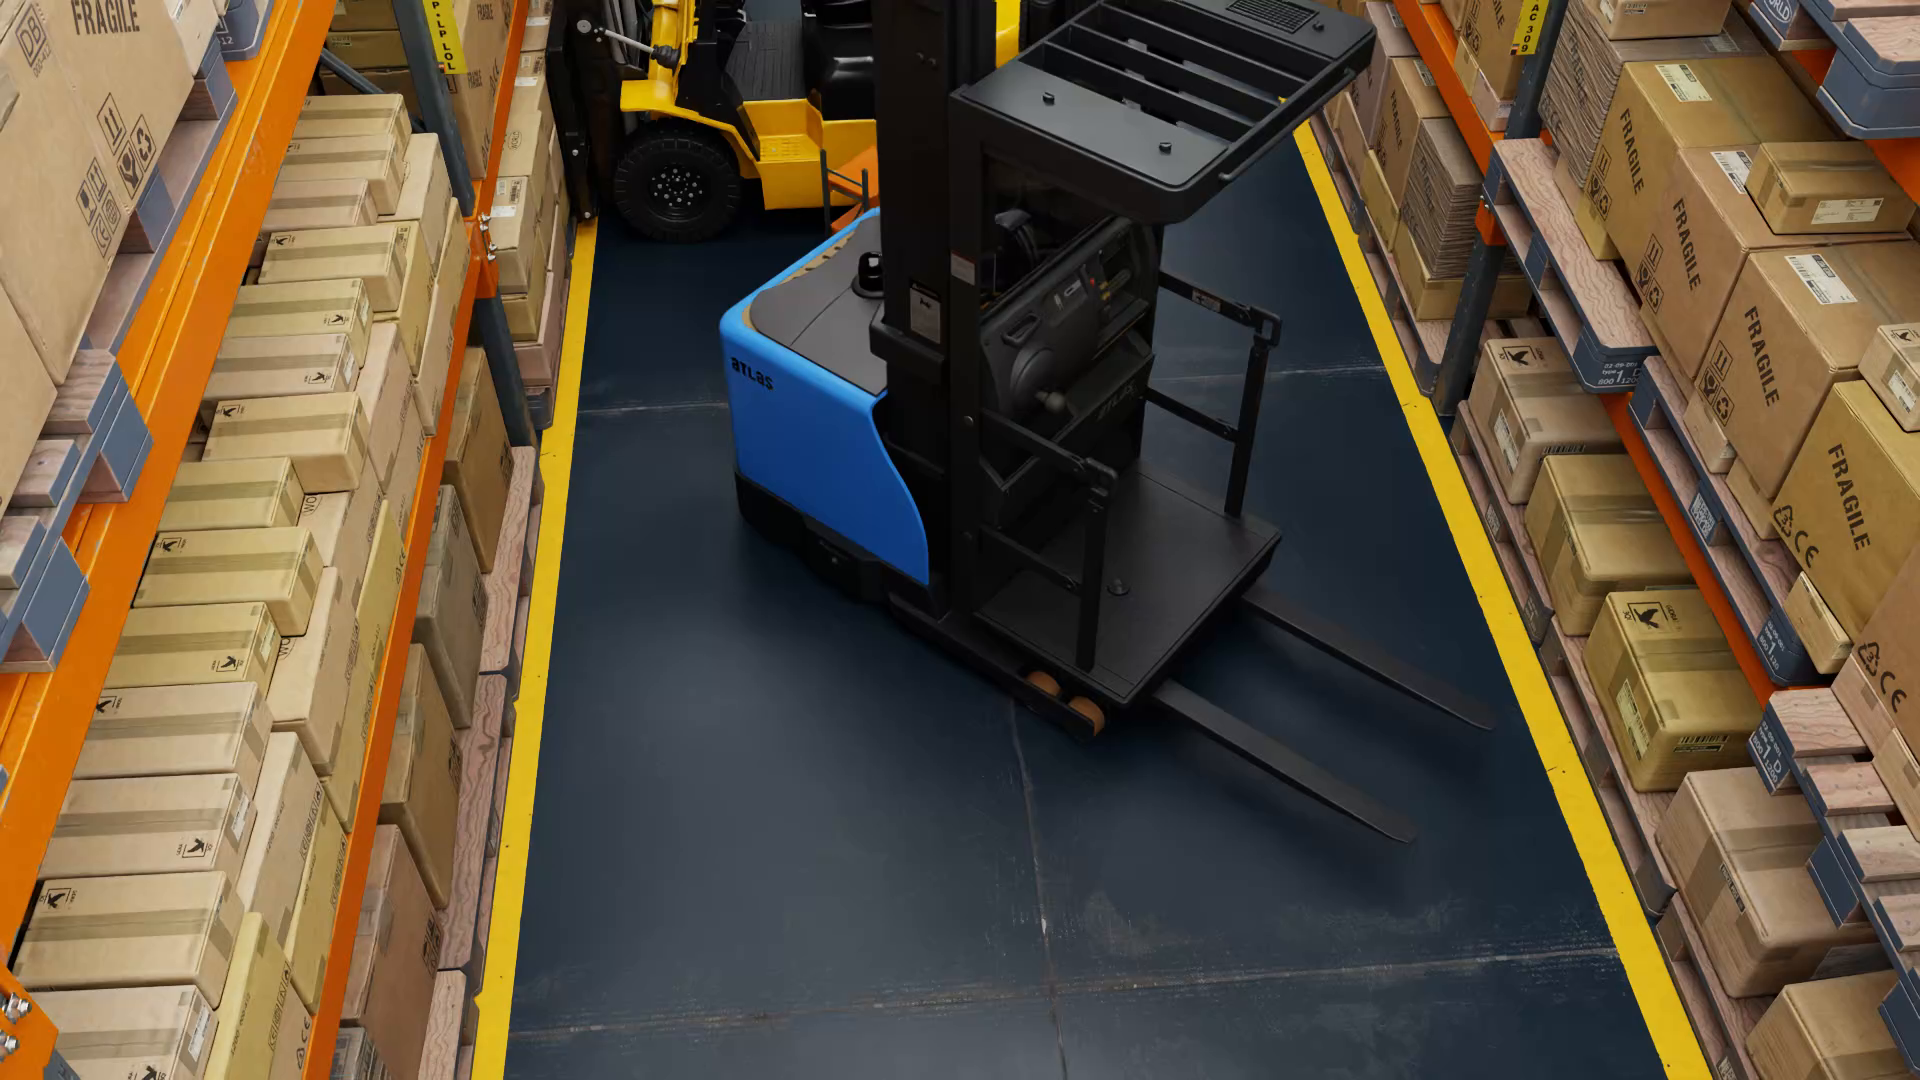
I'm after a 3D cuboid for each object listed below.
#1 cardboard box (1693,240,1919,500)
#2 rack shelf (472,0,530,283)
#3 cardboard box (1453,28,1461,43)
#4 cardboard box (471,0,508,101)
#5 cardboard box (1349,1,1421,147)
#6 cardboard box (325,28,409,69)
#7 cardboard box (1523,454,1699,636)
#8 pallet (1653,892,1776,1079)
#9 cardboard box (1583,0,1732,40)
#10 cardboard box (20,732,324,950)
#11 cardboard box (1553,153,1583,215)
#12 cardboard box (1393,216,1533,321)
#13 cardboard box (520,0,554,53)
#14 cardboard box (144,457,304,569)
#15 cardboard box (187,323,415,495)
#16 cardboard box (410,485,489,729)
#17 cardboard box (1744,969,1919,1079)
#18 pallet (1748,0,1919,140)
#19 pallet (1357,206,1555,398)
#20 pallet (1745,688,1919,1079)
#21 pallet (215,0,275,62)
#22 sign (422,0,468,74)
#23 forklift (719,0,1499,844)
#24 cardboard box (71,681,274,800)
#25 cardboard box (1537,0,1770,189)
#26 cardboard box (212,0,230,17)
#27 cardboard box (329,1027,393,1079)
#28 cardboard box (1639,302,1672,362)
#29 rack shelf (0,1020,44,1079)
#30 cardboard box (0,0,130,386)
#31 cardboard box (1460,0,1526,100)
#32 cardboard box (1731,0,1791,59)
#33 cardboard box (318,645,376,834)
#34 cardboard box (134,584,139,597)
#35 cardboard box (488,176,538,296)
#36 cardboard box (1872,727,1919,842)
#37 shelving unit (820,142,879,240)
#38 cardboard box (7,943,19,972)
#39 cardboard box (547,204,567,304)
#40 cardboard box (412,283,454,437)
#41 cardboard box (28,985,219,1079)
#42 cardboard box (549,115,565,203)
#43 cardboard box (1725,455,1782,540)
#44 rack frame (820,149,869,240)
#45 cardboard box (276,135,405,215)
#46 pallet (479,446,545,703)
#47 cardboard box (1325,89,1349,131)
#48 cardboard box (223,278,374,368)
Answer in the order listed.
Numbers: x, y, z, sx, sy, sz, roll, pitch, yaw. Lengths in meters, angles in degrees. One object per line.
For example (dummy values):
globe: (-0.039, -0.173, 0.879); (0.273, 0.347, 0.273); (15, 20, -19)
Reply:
cardboard box: (2.499, -0.482, 4.714); (0.500, 0.500, 0.500); (-5, 47, -5)
rack shelf: (-2.492, -2.545, 7.726); (1.077, 0.370, 4.000); (-3, 47, -3)
cardboard box: (2.319, -2.151, 7.030); (0.380, 0.149, 0.250); (-3, 47, -3)
cardboard box: (-2.161, -2.092, 6.733); (0.500, 0.500, 0.500); (-3, 47, -3)
cardboard box: (2.216, -2.255, 8.044); (0.500, 0.500, 0.500); (-1, 47, -1)
cardboard box: (-2.089, -1.849, 6.056); (0.380, 0.149, 0.250); (-4, 47, -4)
cardboard box: (2.732, 0.009, 6.333); (0.950, 0.372, 0.625); (-1, 47, -1)
pallet: (2.893, 1.638, 5.190); (1.003, 0.211, 1.213); (-3, 47, -3)
cardboard box: (2.309, -1.792, 5.508); (0.380, 0.149, 0.250); (-4, 47, -3)
cardboard box: (-1.824, 0.730, 3.888); (0.500, 0.250, 0.500); (-2, 47, -2)
cardboard box: (2.353, -1.288, 5.924); (0.380, 0.149, 0.250); (-3, 47, -3)
cardboard box: (2.304, -1.260, 7.618); (0.500, 0.250, 0.500); (-2, 47, -1)
cardboard box: (-2.174, -2.367, 7.978); (0.500, 0.250, 0.500); (-4, 47, -4)
cardboard box: (-1.959, -0.072, 4.374); (0.380, 0.149, 0.250); (-3, 47, -3)
cardboard box: (-1.941, -0.384, 4.943); (0.500, 0.250, 0.500); (-3, 47, -3)
cardboard box: (-2.212, 0.266, 5.915); (0.875, 0.625, 0.625); (-4, 47, -4)
cardboard box: (2.919, 1.594, 4.831); (0.950, 0.372, 0.625); (-6, 47, -6)
pallet: (2.657, -1.413, 4.222); (1.213, 0.211, 1.003); (-3, 47, -3)
pallet: (2.530, -1.174, 7.853); (1.003, 0.211, 1.213); (-3, 47, -3)
pallet: (2.791, 0.801, 4.194); (1.213, 0.211, 1.003); (-3, 47, -3)
pallet: (-2.238, -1.673, 4.471); (0.805, 0.209, 1.217); (-5, 47, -5)
sign: (-1.784, -1.756, 5.741); (0.100, 0.325, 0.005); (-3, 47, -3)
forklift: (0.547, -0.704, 5.535); (3.031, 2.935, 1.130); (30, 53, 25)
cardboard box: (-1.828, 0.477, 3.853); (0.380, 0.149, 0.250); (-3, 47, -3)
cardboard box: (2.375, -1.574, 5.748); (0.500, 0.500, 0.500); (-2, 47, -2)
cardboard box: (-1.957, -1.460, 3.841); (0.500, 0.311, 0.500); (-5, 47, -5)
cardboard box: (-2.028, 1.769, 4.491); (0.875, 0.625, 0.625); (-2, 47, -2)
cardboard box: (2.445, -0.718, 5.384); (0.380, 0.149, 0.250); (-3, 47, -3)
rack shelf: (-1.822, 2.212, 1.155); (1.077, 0.370, 4.000); (-3, 47, -3)
cardboard box: (-1.949, -0.593, 2.890); (0.700, 0.500, 0.500); (-4, 47, -4)
cardboard box: (2.337, -2.092, 6.529); (0.500, 0.500, 0.500); (-5, 47, -4)
cardboard box: (2.889, -1.610, 5.783); (0.500, 0.500, 0.500); (-4, 47, -4)
cardboard box: (-1.870, 0.528, 4.424); (0.500, 0.250, 0.500); (-5, 47, -5)
cardboard box: (-2.422, 0.024, 4.557); (0.500, 0.250, 0.500); (-4, 47, -4)
cardboard box: (-2.052, -1.257, 6.927); (0.500, 0.250, 0.500); (-4, 47, -4)
cardboard box: (2.534, 0.595, 4.141); (0.380, 0.149, 0.250); (-4, 47, -4)
shelving unit: (-0.318, -1.254, 7.248); (0.258, 1.200, 0.503); (29, 53, 25)
cardboard box: (-2.304, 1.121, 3.518); (0.500, 0.250, 0.500); (-3, 47, -2)
cardboard box: (-2.093, -1.281, 7.638); (0.500, 0.250, 0.500); (-4, 47, -4)
cardboard box: (-1.974, -0.581, 5.474); (0.500, 0.250, 0.500); (-4, 47, -4)
cardboard box: (-1.723, 1.043, 3.317); (0.380, 0.149, 0.250); (-2, 47, -2)
cardboard box: (-2.132, -1.813, 7.798); (0.500, 0.250, 0.500); (-4, 47, -4)
cardboard box: (2.486, -0.152, 4.849); (0.380, 0.149, 0.250); (-5, 47, -5)
rack frame: (-0.468, -1.114, 7.116); (0.240, 1.200, 0.015); (29, 53, 25)
cardboard box: (-2.035, -1.183, 5.425); (0.380, 0.149, 0.250); (-4, 47, -4)
pallet: (-2.224, 0.145, 6.604); (1.003, 0.211, 1.213); (-3, 47, -3)
cardboard box: (2.172, -2.378, 8.677); (0.500, 0.250, 0.500); (-1, 47, -1)
cardboard box: (-1.953, -0.627, 4.899); (0.380, 0.149, 0.250); (-4, 47, -4)
